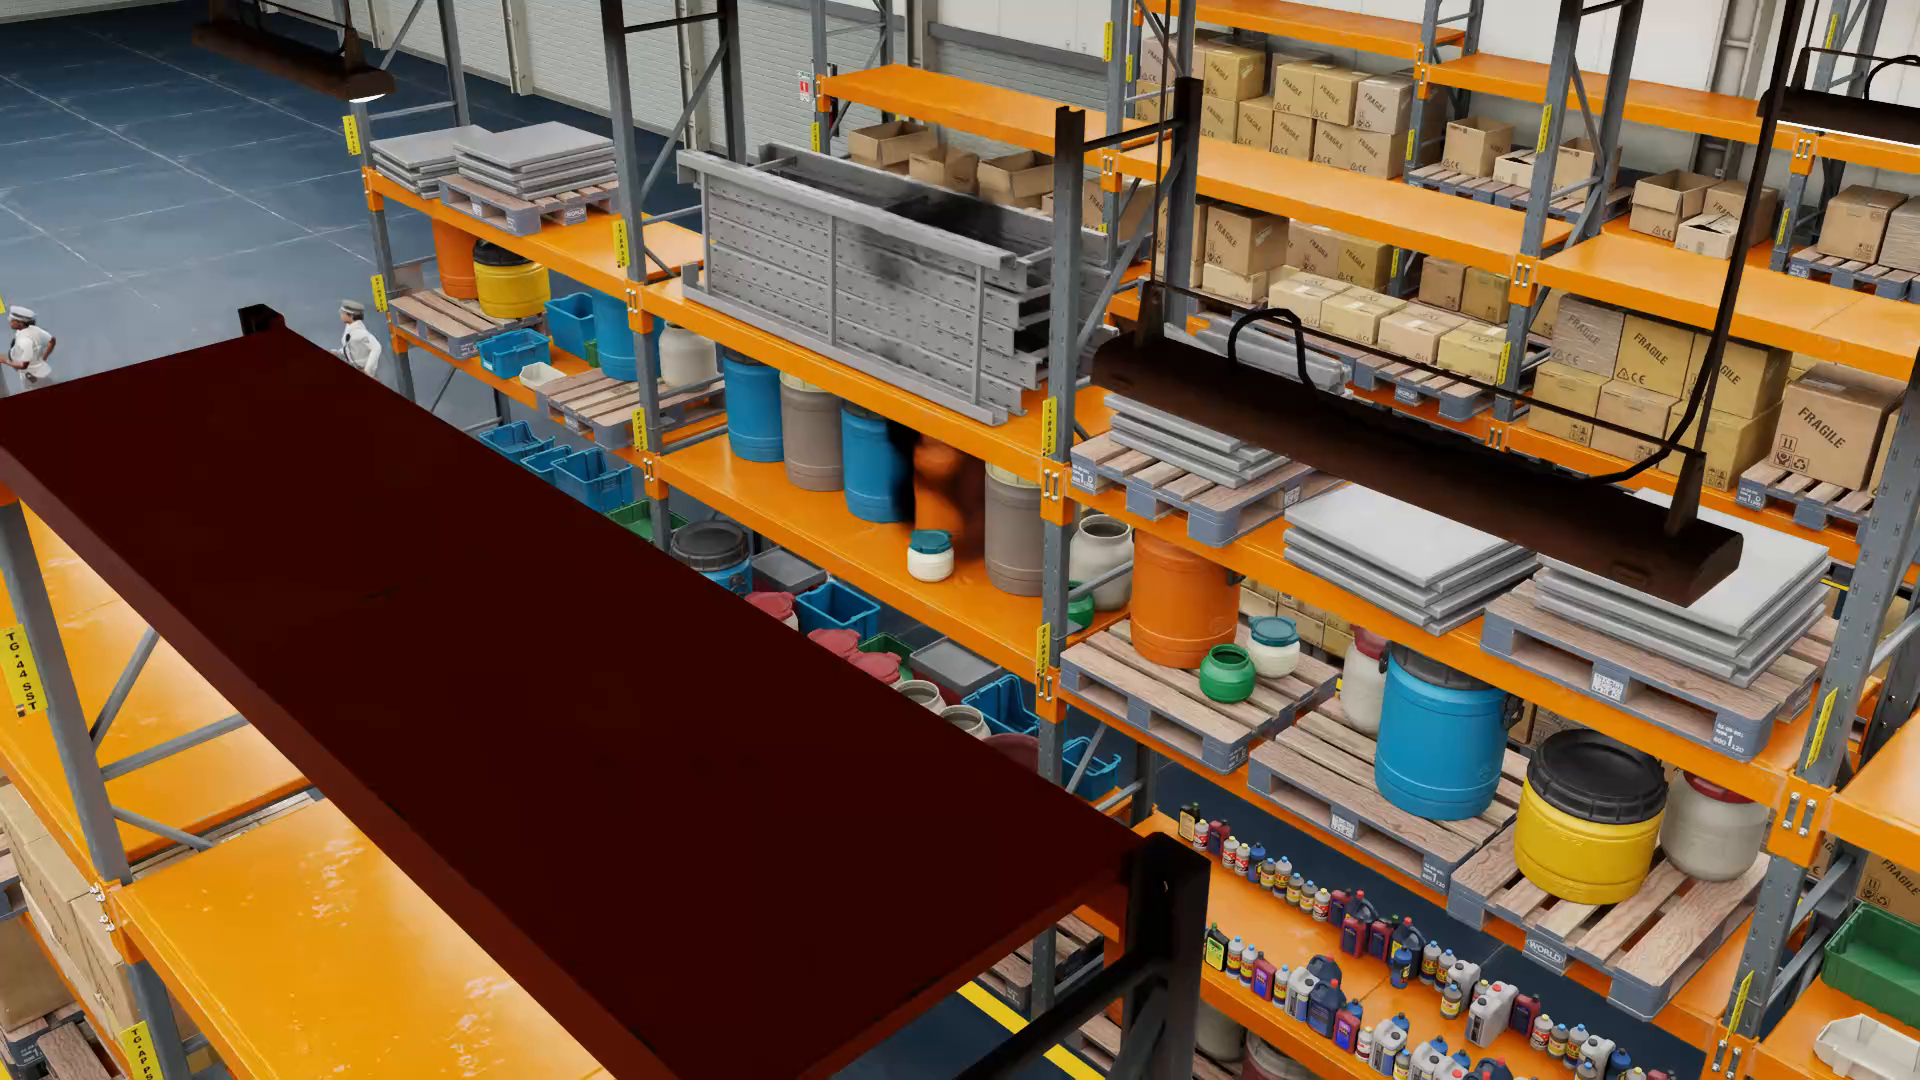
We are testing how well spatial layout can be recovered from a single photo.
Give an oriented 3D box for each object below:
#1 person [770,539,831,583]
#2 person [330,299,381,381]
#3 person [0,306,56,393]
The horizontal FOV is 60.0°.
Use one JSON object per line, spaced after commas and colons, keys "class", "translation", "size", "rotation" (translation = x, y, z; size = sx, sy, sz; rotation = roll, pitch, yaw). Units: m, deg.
{"class": "person", "translation": [-1.574, -0.190, 15.489], "size": [0.771, 1.657, 0.602], "rotation": [19, 34, 32]}
{"class": "person", "translation": [-6.646, -1.842, 18.551], "size": [0.721, 1.764, 0.632], "rotation": [-8, 29, -15]}
{"class": "person", "translation": [-10.171, -1.769, 18.336], "size": [0.867, 1.721, 0.562], "rotation": [-12, 30, -21]}
